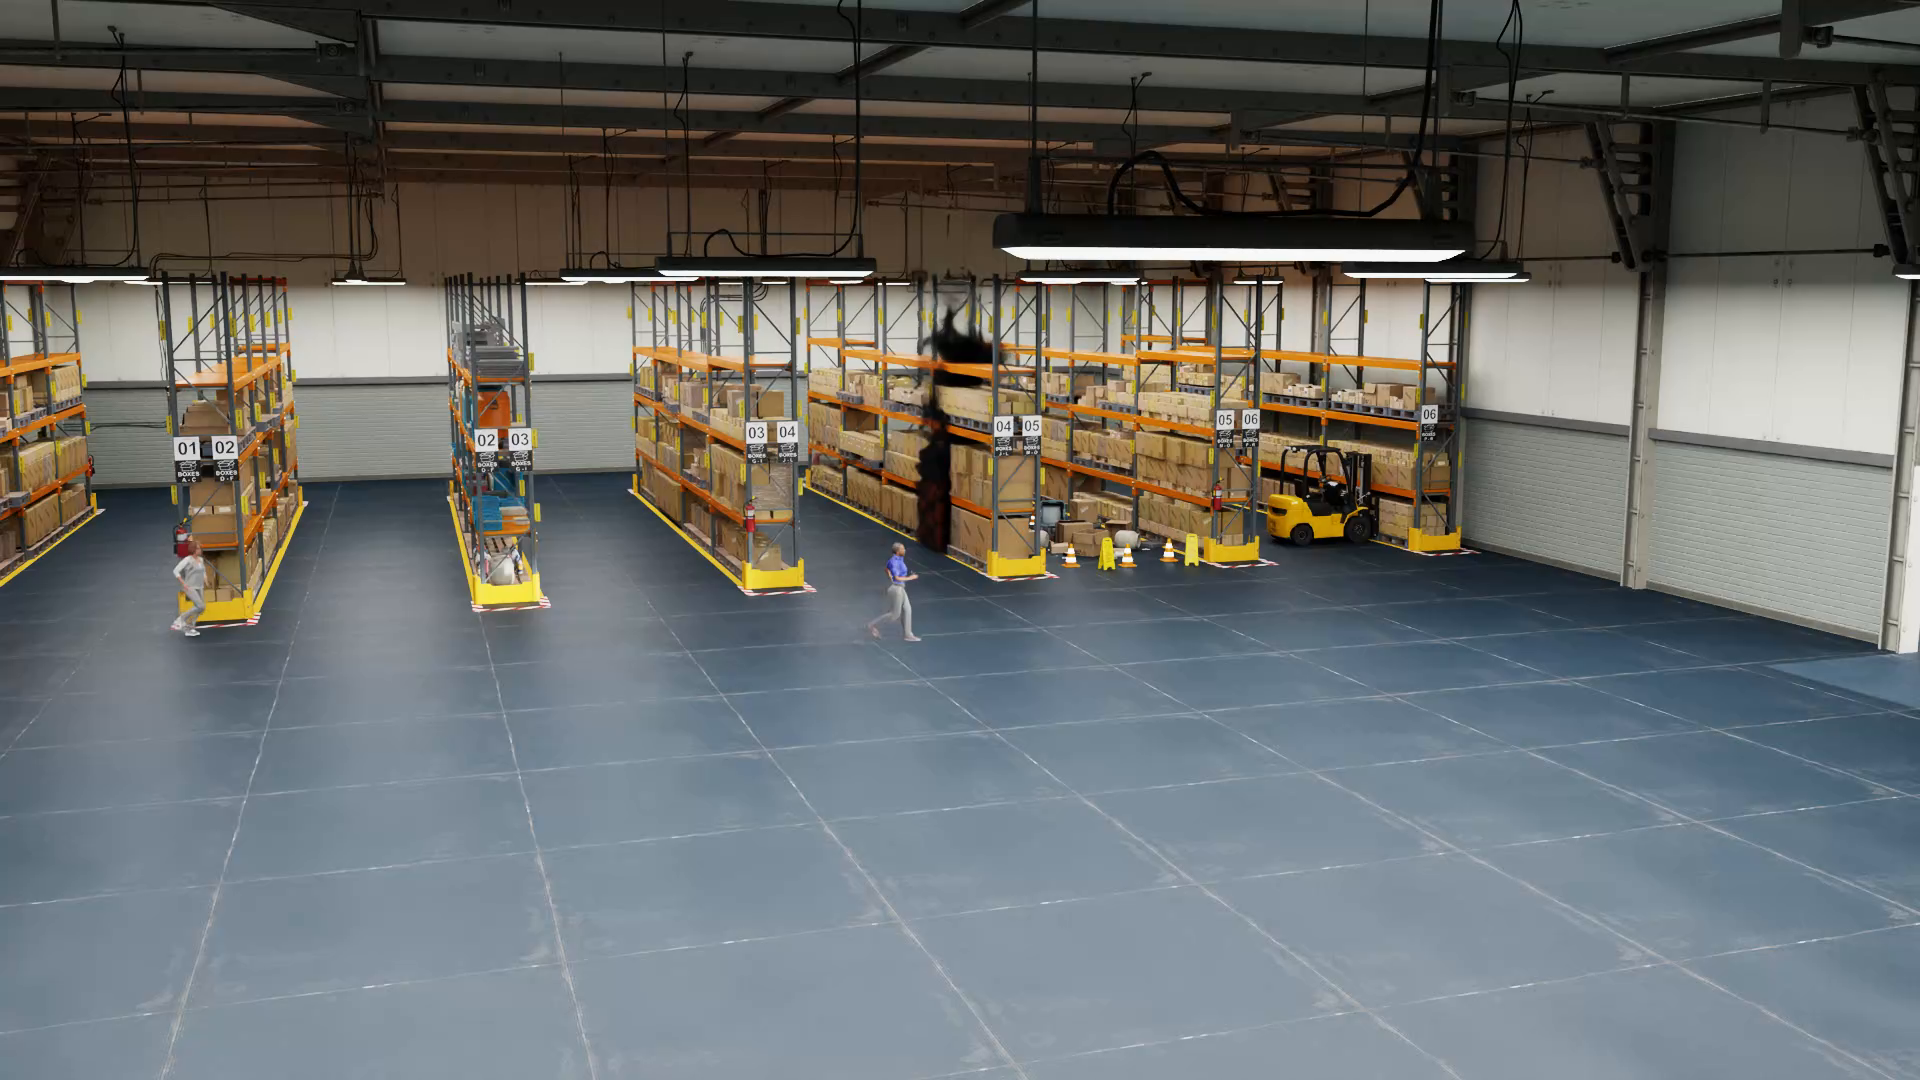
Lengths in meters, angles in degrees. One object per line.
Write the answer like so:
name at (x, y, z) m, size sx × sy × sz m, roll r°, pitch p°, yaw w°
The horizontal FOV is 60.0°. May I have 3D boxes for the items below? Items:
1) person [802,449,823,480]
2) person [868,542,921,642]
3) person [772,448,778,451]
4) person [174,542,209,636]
person at (-4.310, -2.608, 49.720) m, size 1.039 × 1.619 × 0.594 m, roll -3°, pitch 9°, yaw -17°
person at (-1.053, 0.843, 26.987) m, size 0.854 × 1.636 × 0.578 m, roll 1°, pitch 9°, yaw 4°
person at (-5.544, -2.355, 47.685) m, size 0.718 × 1.760 × 0.842 m, roll 2°, pitch 9°, yaw 13°
person at (-12.719, 0.812, 27.597) m, size 0.486 × 1.553 × 0.567 m, roll 2°, pitch 9°, yaw 14°
